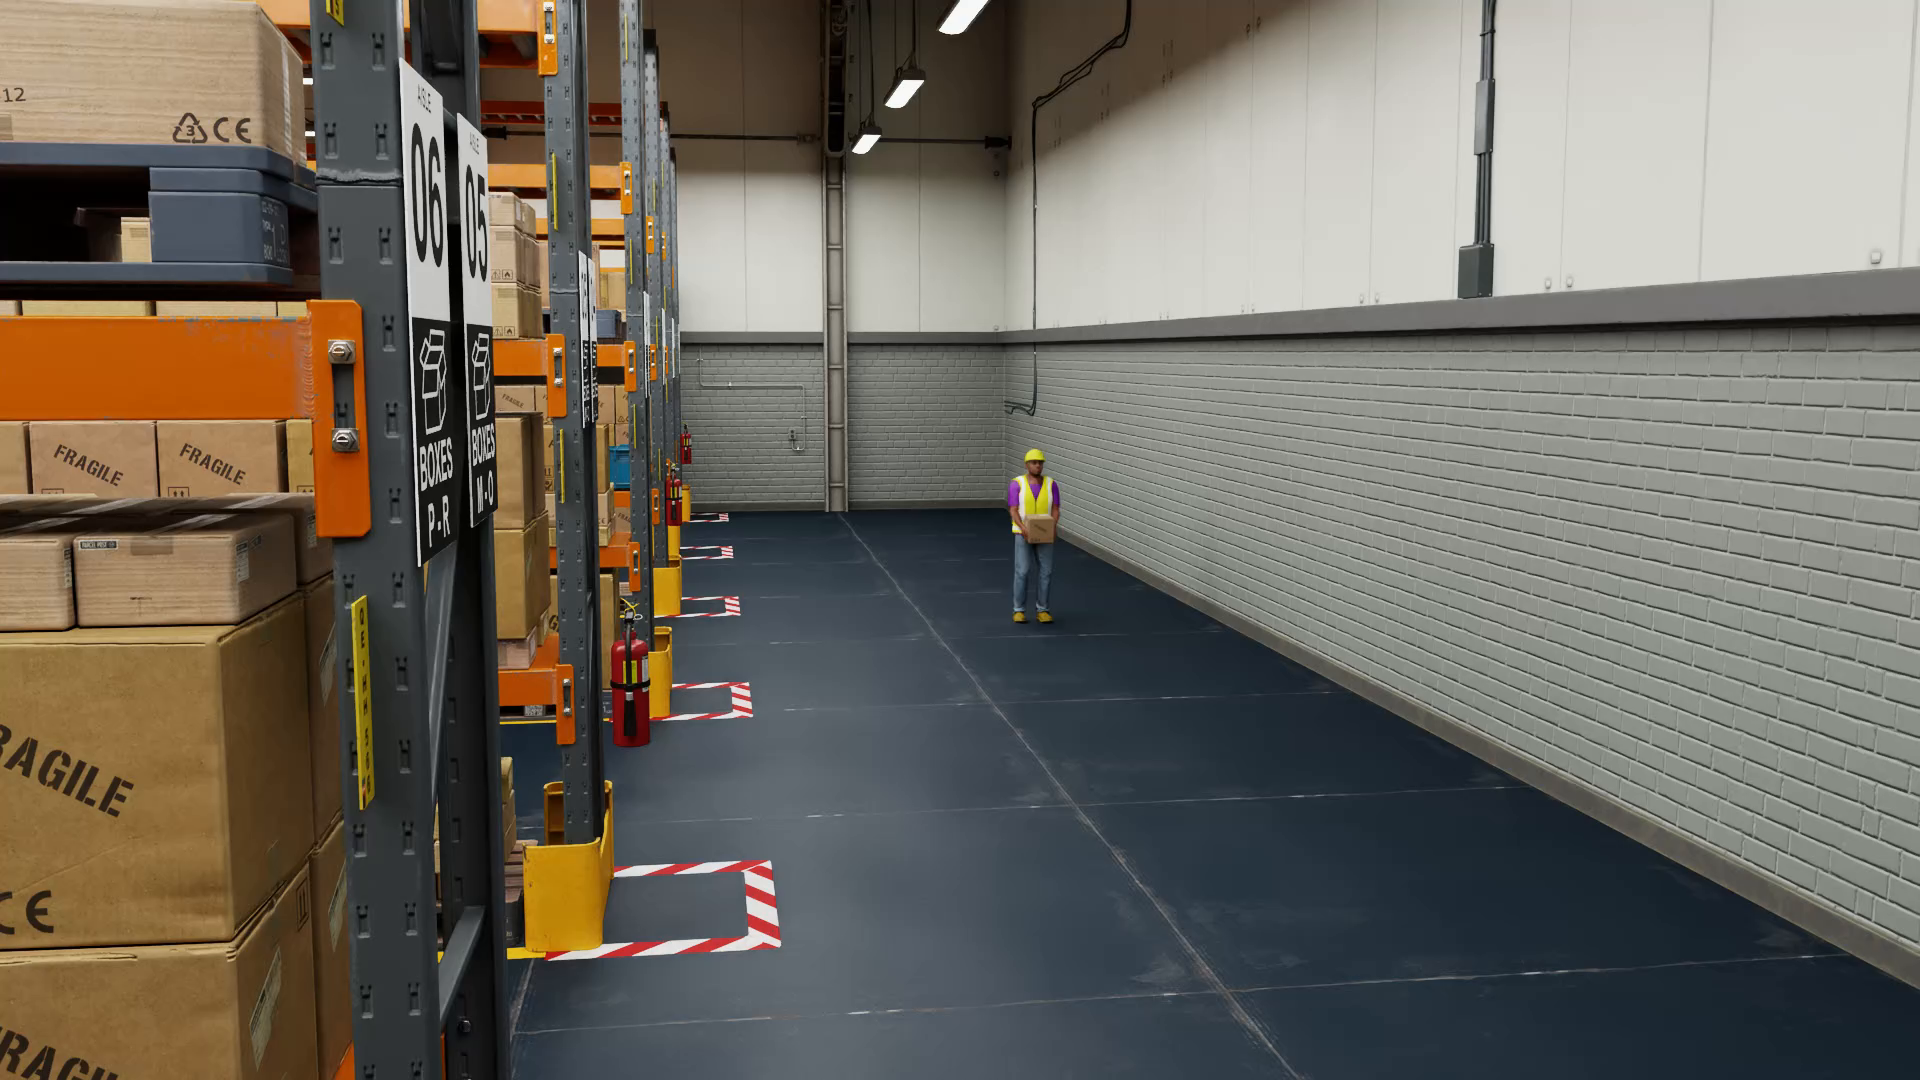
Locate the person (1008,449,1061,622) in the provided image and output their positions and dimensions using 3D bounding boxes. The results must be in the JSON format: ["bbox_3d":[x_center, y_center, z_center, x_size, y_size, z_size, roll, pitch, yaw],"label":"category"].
[{"bbox_3d":[0.772,-0.040,16.954,0.542,1.770,0.551,-1,7,-9],"label":"person"}]
